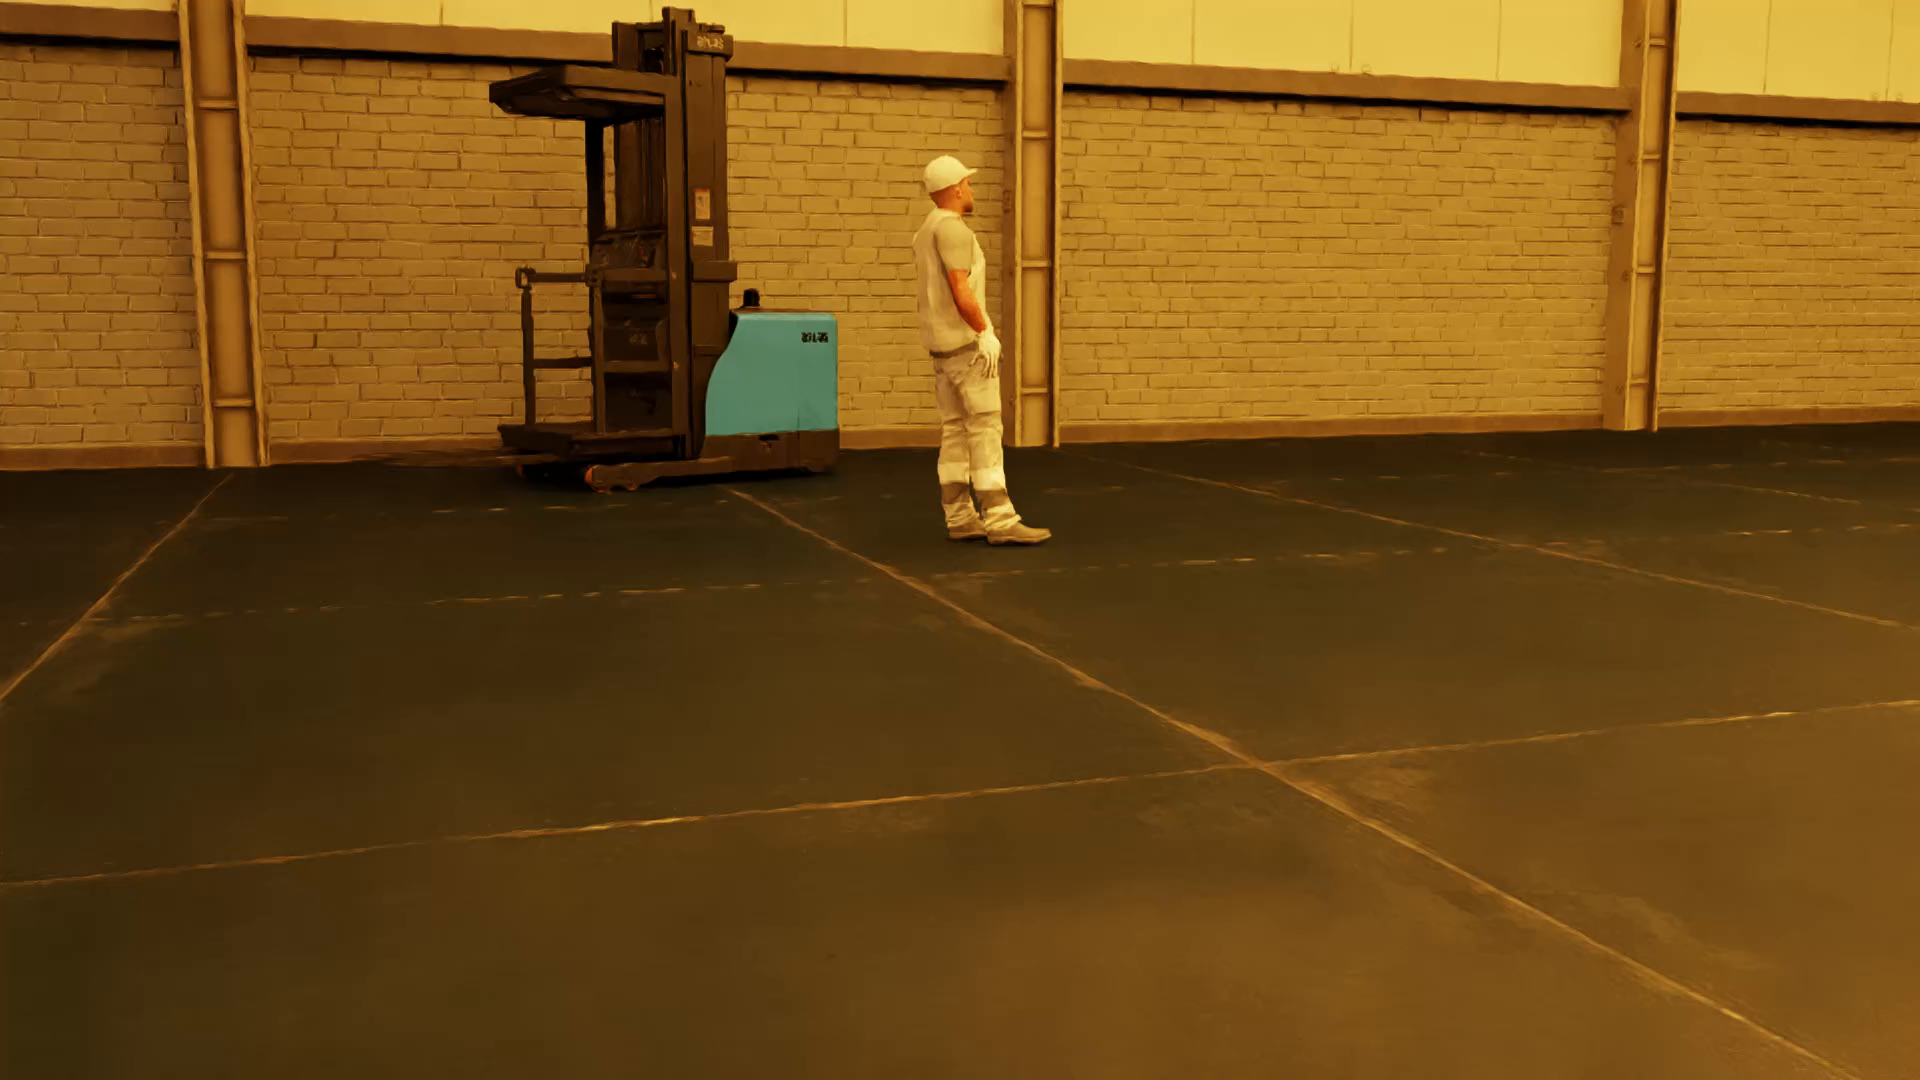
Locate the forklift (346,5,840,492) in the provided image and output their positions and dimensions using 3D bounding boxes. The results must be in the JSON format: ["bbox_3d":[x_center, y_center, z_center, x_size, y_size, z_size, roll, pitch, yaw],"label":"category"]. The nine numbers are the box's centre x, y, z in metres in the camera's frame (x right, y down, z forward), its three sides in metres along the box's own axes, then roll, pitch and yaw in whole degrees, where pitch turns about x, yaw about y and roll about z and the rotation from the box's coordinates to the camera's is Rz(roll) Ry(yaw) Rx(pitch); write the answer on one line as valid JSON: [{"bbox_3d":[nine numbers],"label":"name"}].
[{"bbox_3d":[-2.271,-1.820,10.427,3.031,2.935,1.130,-6,10,-38],"label":"forklift"}]

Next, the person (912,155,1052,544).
[{"bbox_3d":[0.081,-0.895,7.815,0.563,1.787,0.632,-3,8,-18],"label":"person"}]
